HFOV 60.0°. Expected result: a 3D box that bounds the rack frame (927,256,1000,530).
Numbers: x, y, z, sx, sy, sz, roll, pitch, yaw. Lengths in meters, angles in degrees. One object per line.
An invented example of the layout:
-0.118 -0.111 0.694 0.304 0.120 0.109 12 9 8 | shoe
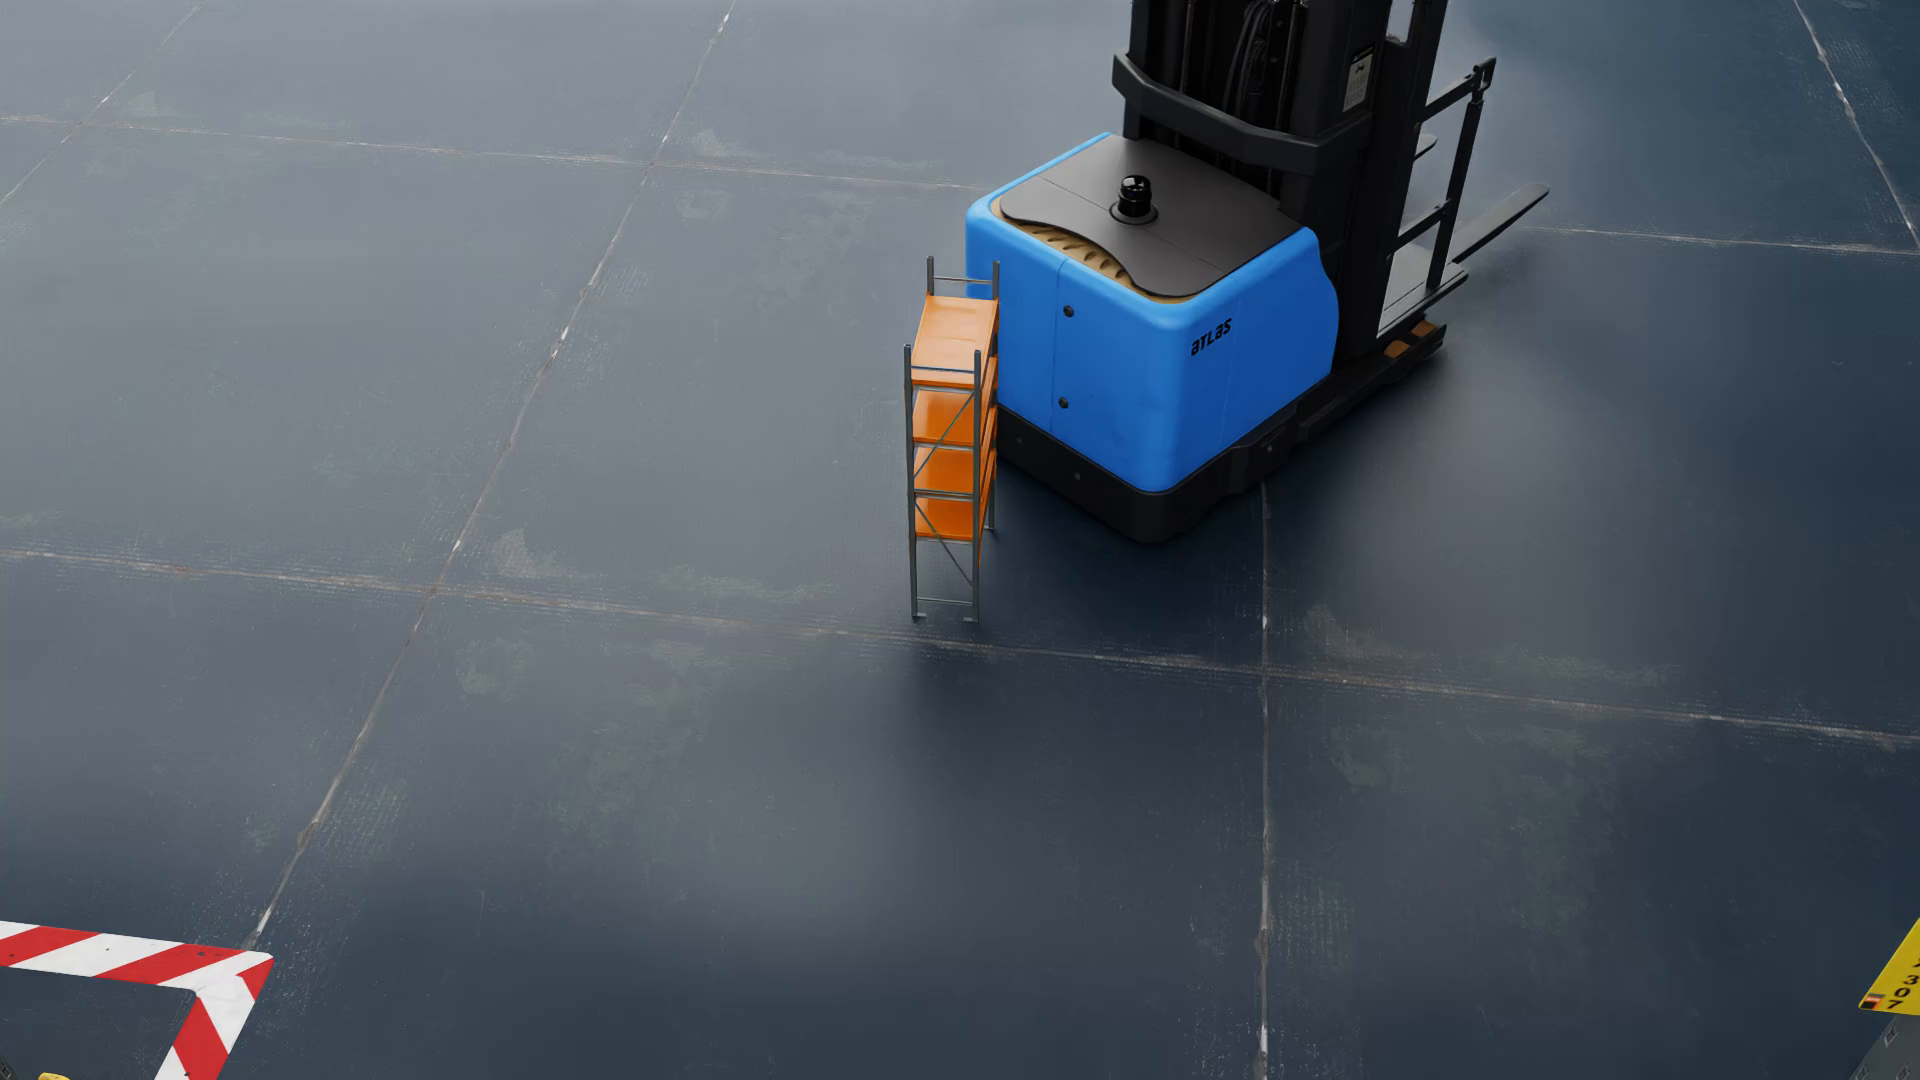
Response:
0.010 -0.489 5.894 0.240 1.200 0.015 5 44 6 | rack frame

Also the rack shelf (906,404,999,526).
-0.022 -0.274 5.765 0.258 0.148 0.480 5 44 6 | rack shelf

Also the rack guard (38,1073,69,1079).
-2.767 1.579 4.219 1.175 0.500 0.348 5 44 6 | rack guard

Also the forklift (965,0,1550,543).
1.405 -1.958 6.186 3.031 2.935 1.130 -34 53 -31 | forklift

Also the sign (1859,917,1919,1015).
1.556 0.671 2.673 0.100 0.325 0.005 5 44 6 | sign

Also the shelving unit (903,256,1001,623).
-0.022 -0.323 5.718 0.258 1.200 0.503 5 44 6 | shelving unit

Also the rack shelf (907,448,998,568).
-0.022 -0.130 5.901 0.258 0.148 0.480 5 44 6 | rack shelf

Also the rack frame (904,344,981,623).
-0.054 -0.157 5.543 0.240 1.200 0.015 5 44 6 | rack frame

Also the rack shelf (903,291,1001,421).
-0.022 -0.608 5.448 0.258 0.148 0.480 5 44 6 | rack shelf

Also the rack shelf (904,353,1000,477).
-0.022 -0.436 5.611 0.258 0.148 0.480 5 44 6 | rack shelf
